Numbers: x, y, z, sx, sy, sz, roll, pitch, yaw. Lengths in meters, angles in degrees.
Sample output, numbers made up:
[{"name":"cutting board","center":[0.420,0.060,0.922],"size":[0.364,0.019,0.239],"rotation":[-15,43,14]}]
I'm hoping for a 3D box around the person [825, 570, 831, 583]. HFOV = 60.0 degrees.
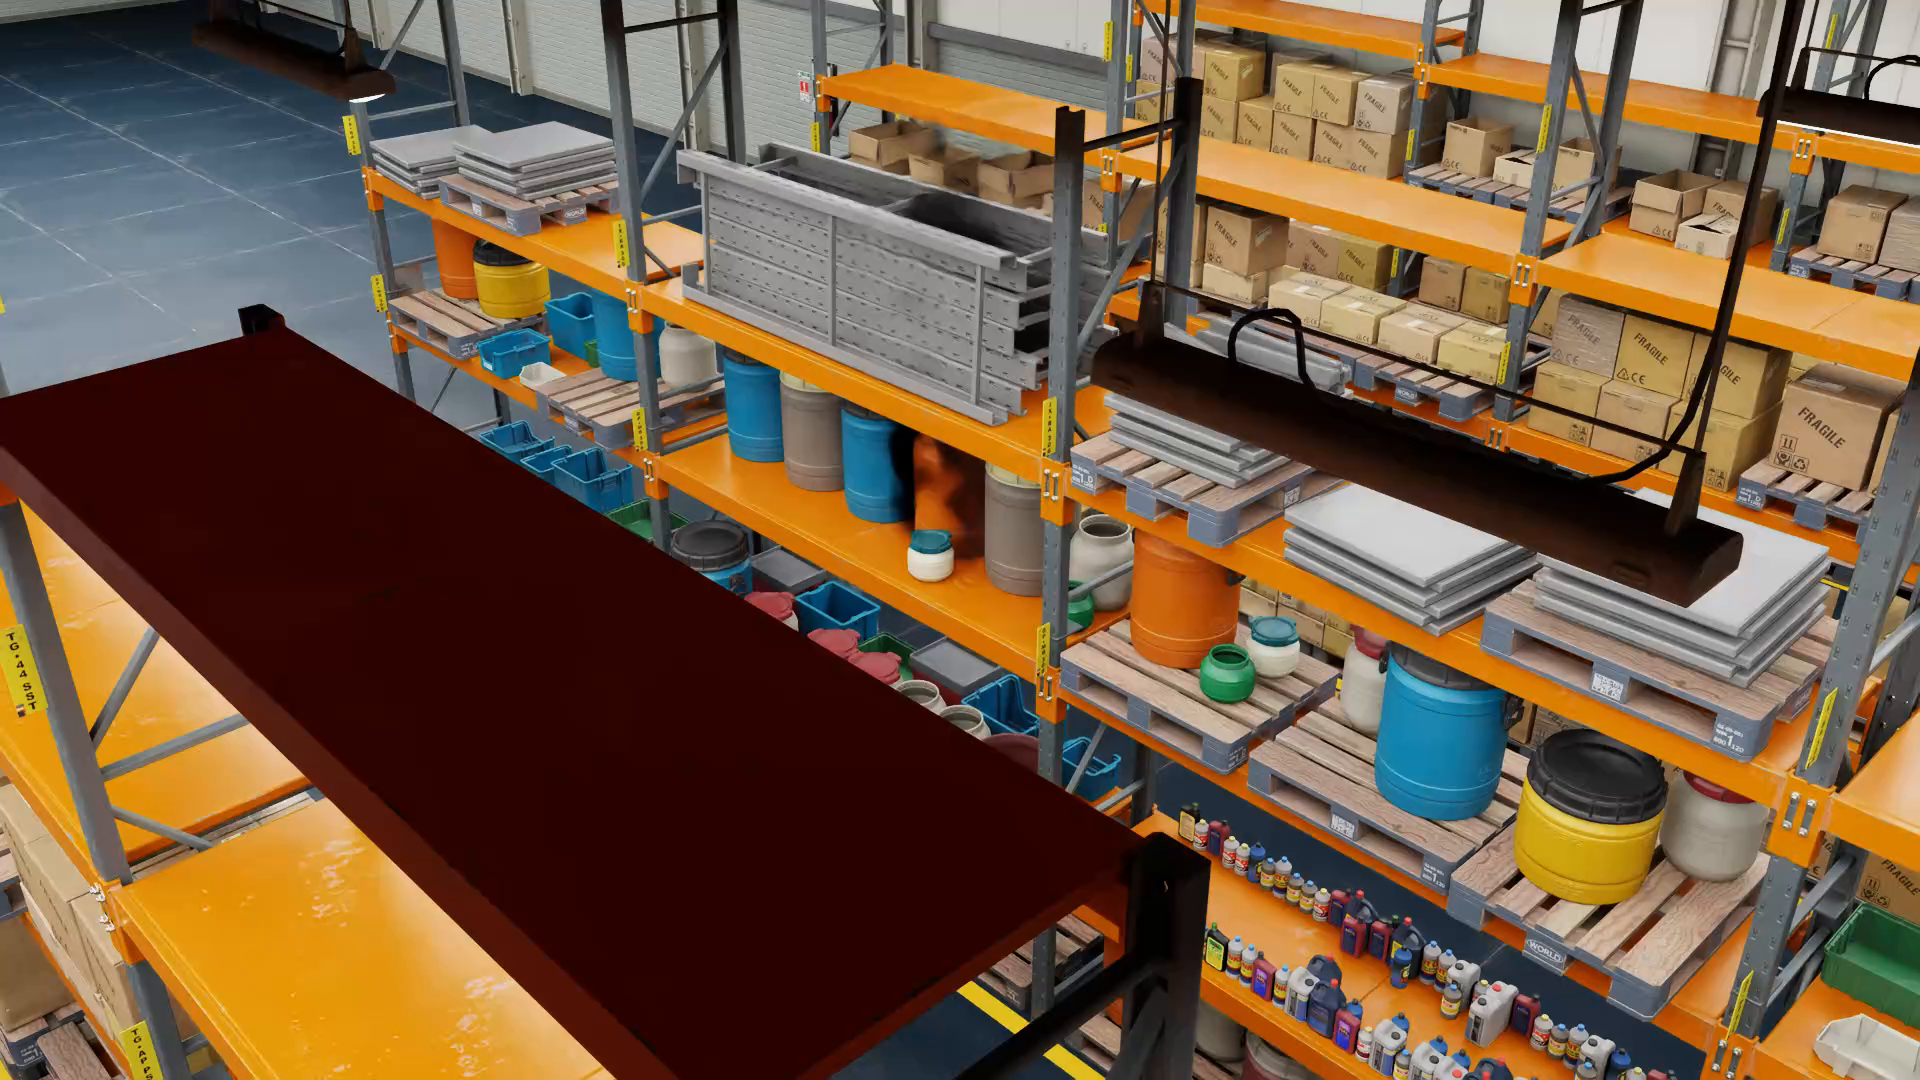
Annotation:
[{"name":"person","center":[-1.263,0.083,14.639],"size":[0.821,1.760,0.665],"rotation":[22,35,35]}]
